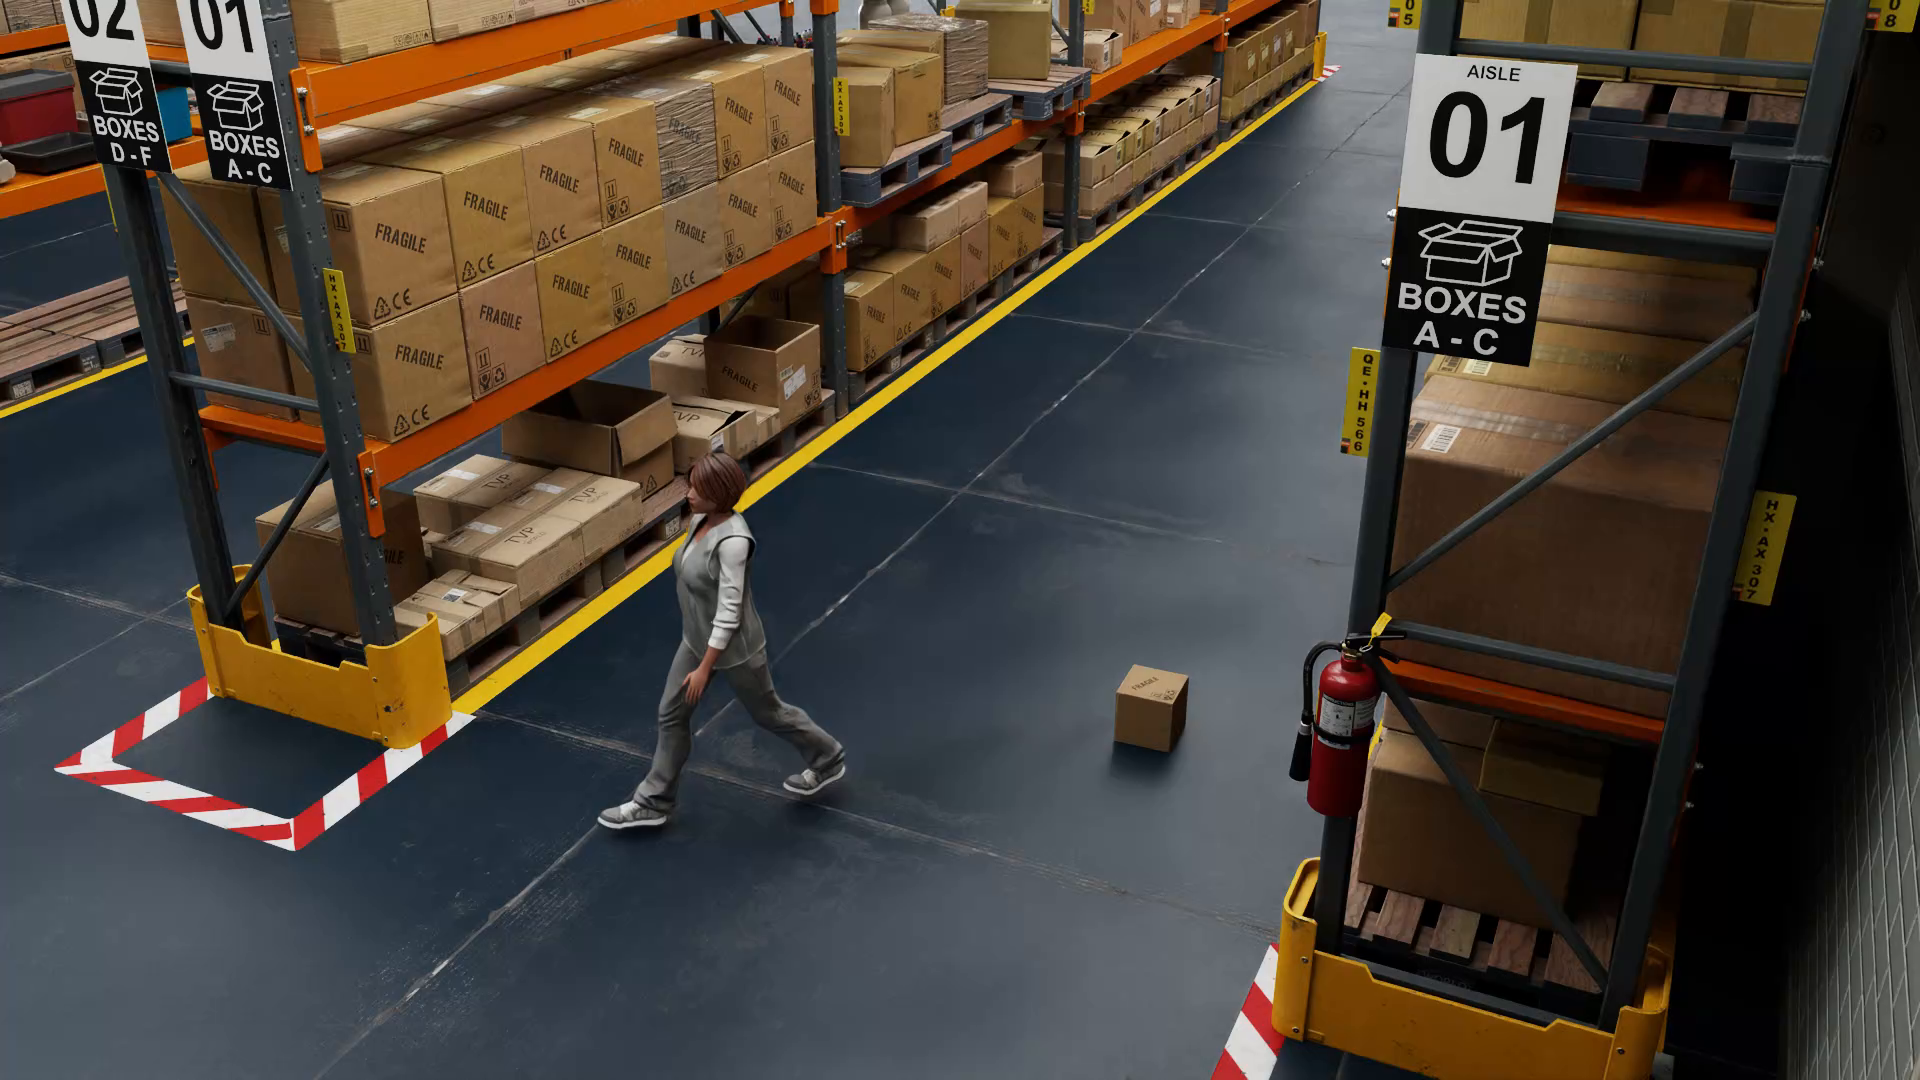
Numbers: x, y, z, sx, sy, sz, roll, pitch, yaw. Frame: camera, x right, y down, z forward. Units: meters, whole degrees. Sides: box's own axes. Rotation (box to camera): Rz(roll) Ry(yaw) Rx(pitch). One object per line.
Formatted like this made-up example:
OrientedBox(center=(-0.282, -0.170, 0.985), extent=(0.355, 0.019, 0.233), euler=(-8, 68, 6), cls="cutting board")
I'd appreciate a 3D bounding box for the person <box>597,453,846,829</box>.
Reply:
OrientedBox(center=(-0.927, 0.395, 6.326), extent=(0.993, 1.532, 0.446), euler=(-15, 30, -28), cls="person")
